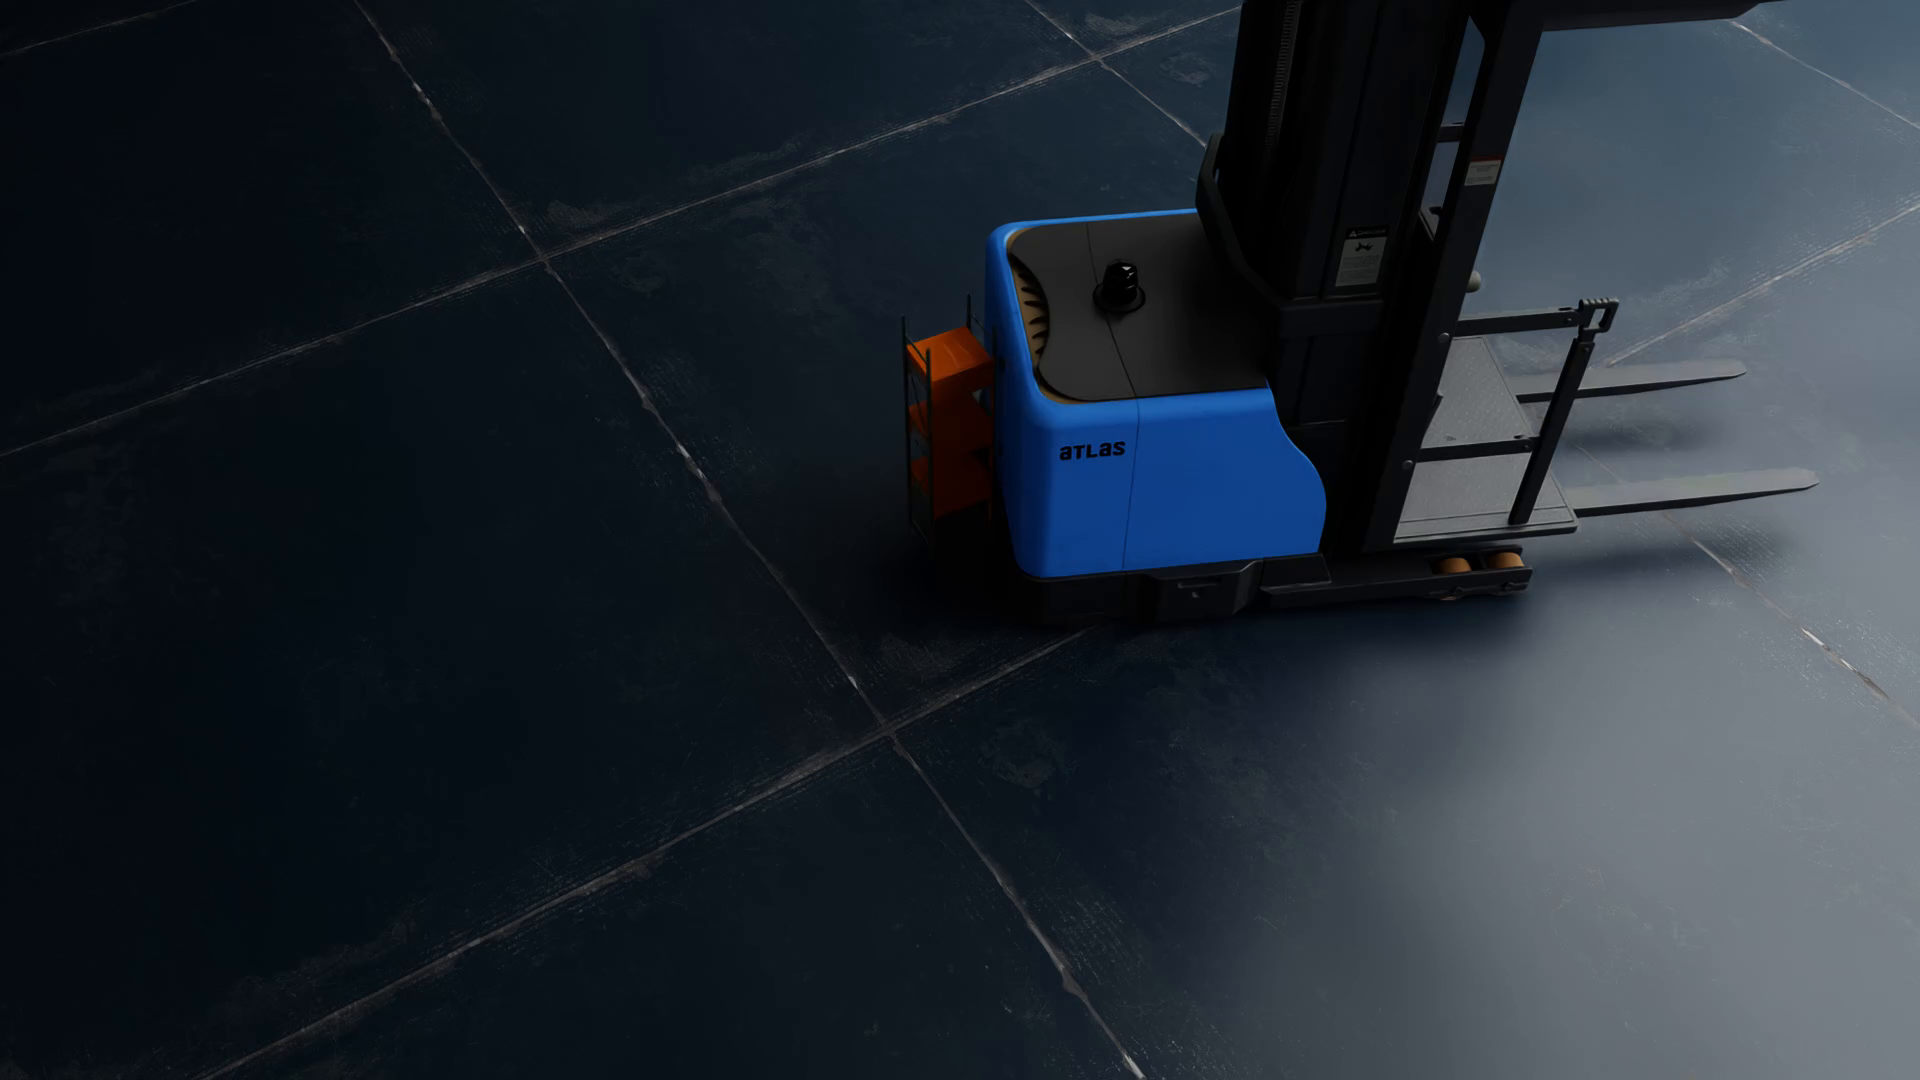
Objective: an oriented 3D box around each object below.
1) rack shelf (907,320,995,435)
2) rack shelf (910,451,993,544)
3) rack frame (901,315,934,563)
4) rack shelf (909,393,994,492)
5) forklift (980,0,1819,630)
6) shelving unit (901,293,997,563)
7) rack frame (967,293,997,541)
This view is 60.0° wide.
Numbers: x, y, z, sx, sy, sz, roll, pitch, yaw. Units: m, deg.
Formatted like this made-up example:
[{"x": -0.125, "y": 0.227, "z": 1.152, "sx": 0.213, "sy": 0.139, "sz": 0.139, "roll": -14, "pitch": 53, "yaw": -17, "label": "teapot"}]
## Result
[{"x": -0.037, "y": -0.554, "z": 5.675, "sx": 0.240, "sy": 0.259, "sz": 0.215, "roll": -21, "pitch": 52, "yaw": -18, "label": "rack shelf"}, {"x": -0.037, "y": -0.181, "z": 6.094, "sx": 0.240, "sy": 0.259, "sz": 0.215, "roll": -21, "pitch": 52, "yaw": -18, "label": "rack shelf"}, {"x": -0.145, "y": -0.331, "z": 5.842, "sx": 0.008, "sy": 1.050, "sz": 0.200, "roll": -21, "pitch": 52, "yaw": -18, "label": "rack frame"}, {"x": -0.037, "y": -0.366, "z": 5.887, "sx": 0.240, "sy": 0.259, "sz": 0.215, "roll": -21, "pitch": 52, "yaw": -18, "label": "rack shelf"}, {"x": 1.632, "y": -1.144, "z": 5.306, "sx": 3.031, "sy": 2.935, "sz": 1.130, "roll": -5, "pitch": 49, "yaw": -5, "label": "forklift"}, {"x": -0.037, "y": -0.373, "z": 5.879, "sx": 0.252, "sy": 1.050, "sz": 0.215, "roll": -21, "pitch": 52, "yaw": -18, "label": "shelving unit"}, {"x": 0.072, "y": -0.414, "z": 5.916, "sx": 0.008, "sy": 1.050, "sz": 0.200, "roll": -21, "pitch": 52, "yaw": -18, "label": "rack frame"}]
